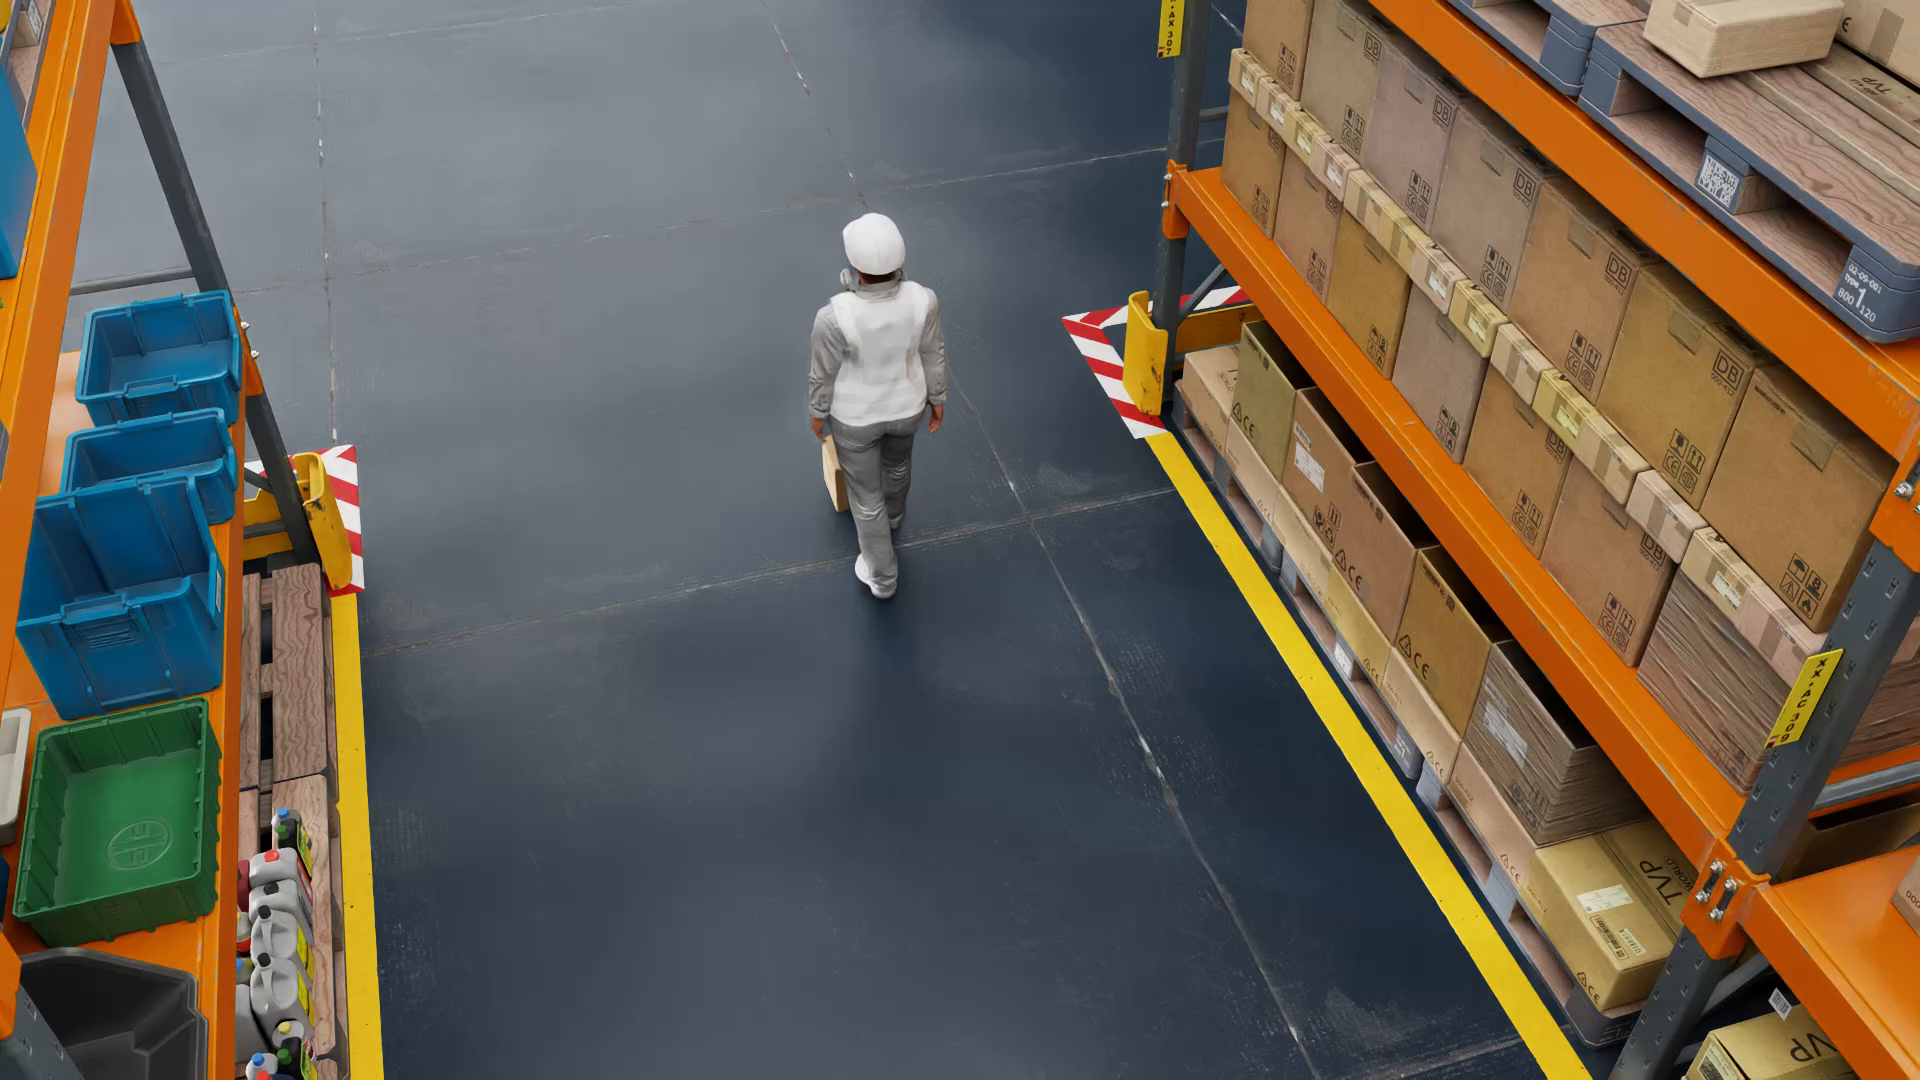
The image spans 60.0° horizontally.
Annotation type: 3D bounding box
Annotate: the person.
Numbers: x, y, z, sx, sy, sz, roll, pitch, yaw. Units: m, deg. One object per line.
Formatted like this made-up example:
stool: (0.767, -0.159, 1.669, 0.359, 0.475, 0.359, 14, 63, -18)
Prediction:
person: (-0.348, -0.583, 6.797, 0.531, 1.775, 0.388, -11, 43, -12)
